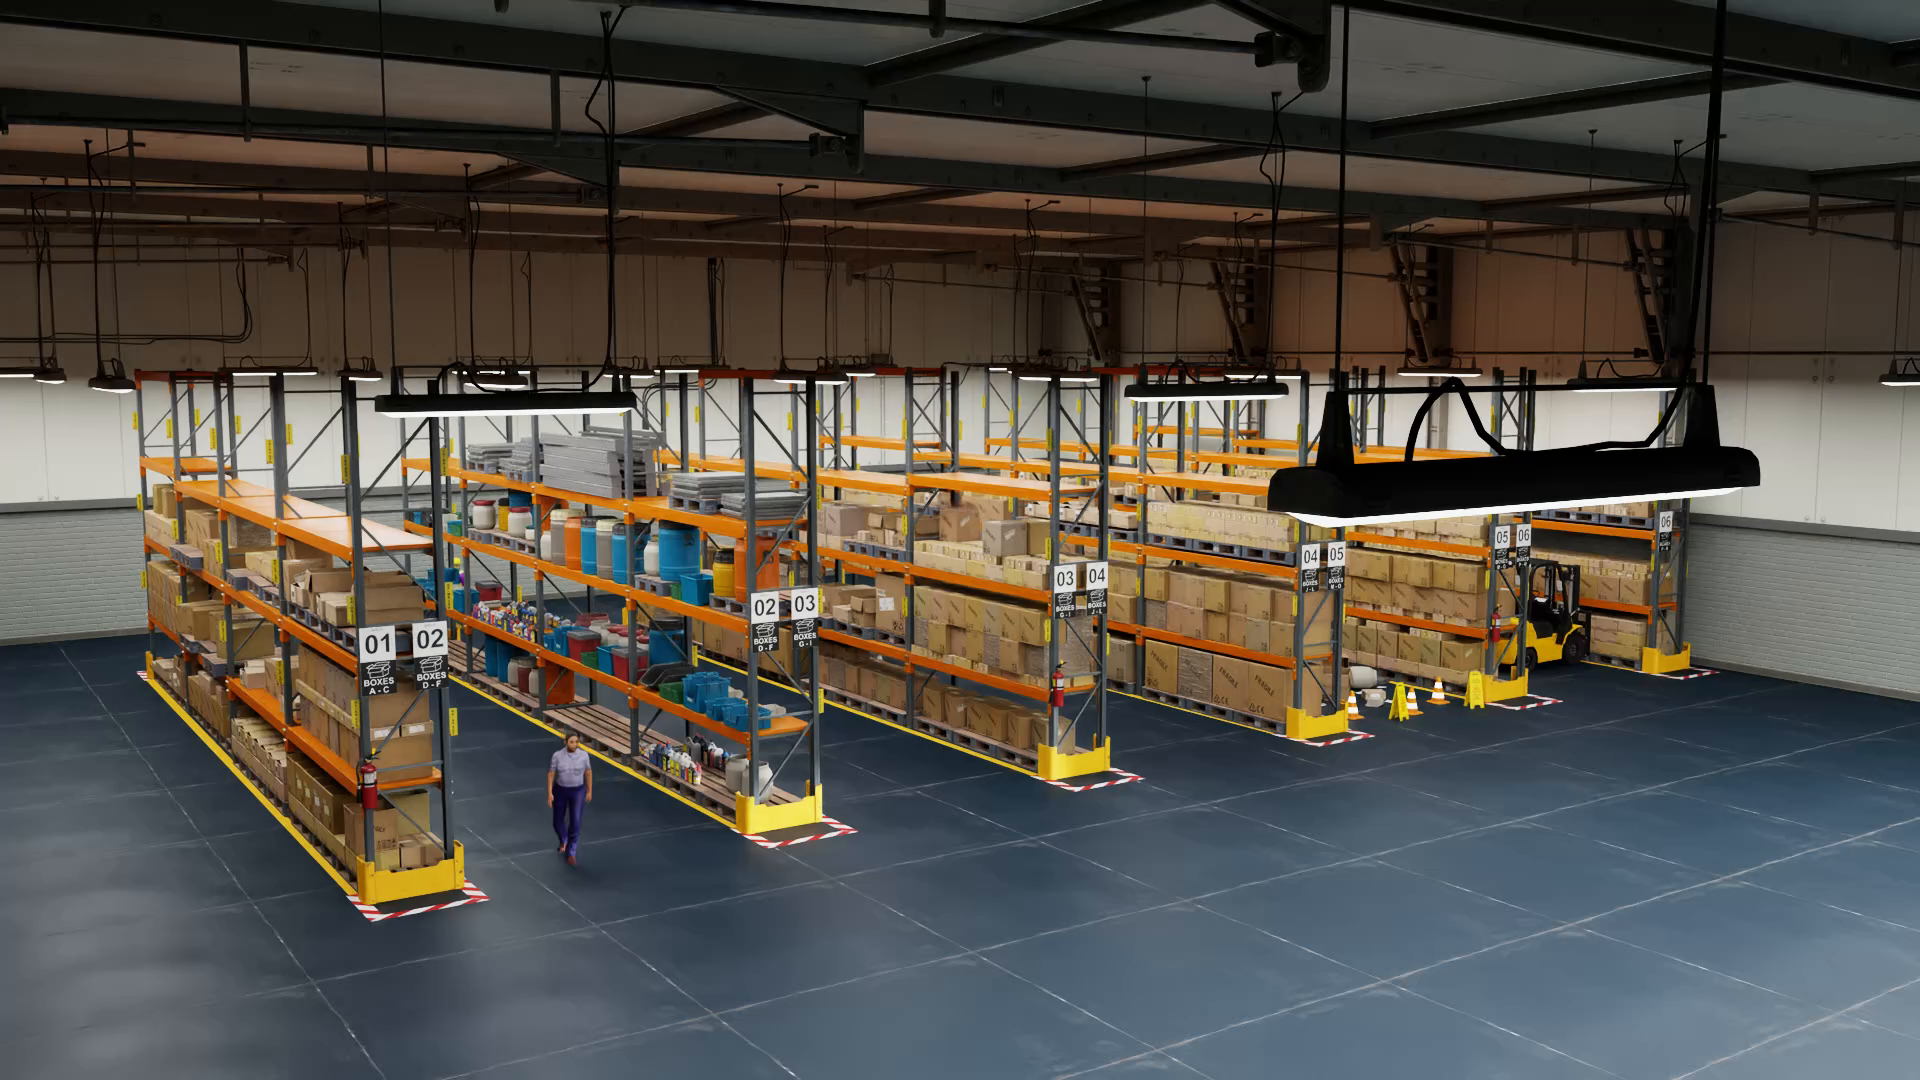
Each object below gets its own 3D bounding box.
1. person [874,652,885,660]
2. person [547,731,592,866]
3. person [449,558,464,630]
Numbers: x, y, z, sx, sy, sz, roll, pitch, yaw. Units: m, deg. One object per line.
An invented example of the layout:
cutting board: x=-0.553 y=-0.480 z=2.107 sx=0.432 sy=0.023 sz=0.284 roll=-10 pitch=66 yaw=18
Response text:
person: x=-1.609 y=1.656 z=34.106 sx=0.746 sy=1.687 sz=0.627 roll=-3 pitch=7 yaw=-26
person: x=-4.882 y=3.196 z=20.830 sx=0.554 sy=1.648 sz=0.750 roll=-2 pitch=7 yaw=-14
person: x=-11.318 y=1.228 z=37.285 sx=0.630 sy=1.690 sz=0.807 roll=3 pitch=7 yaw=22
